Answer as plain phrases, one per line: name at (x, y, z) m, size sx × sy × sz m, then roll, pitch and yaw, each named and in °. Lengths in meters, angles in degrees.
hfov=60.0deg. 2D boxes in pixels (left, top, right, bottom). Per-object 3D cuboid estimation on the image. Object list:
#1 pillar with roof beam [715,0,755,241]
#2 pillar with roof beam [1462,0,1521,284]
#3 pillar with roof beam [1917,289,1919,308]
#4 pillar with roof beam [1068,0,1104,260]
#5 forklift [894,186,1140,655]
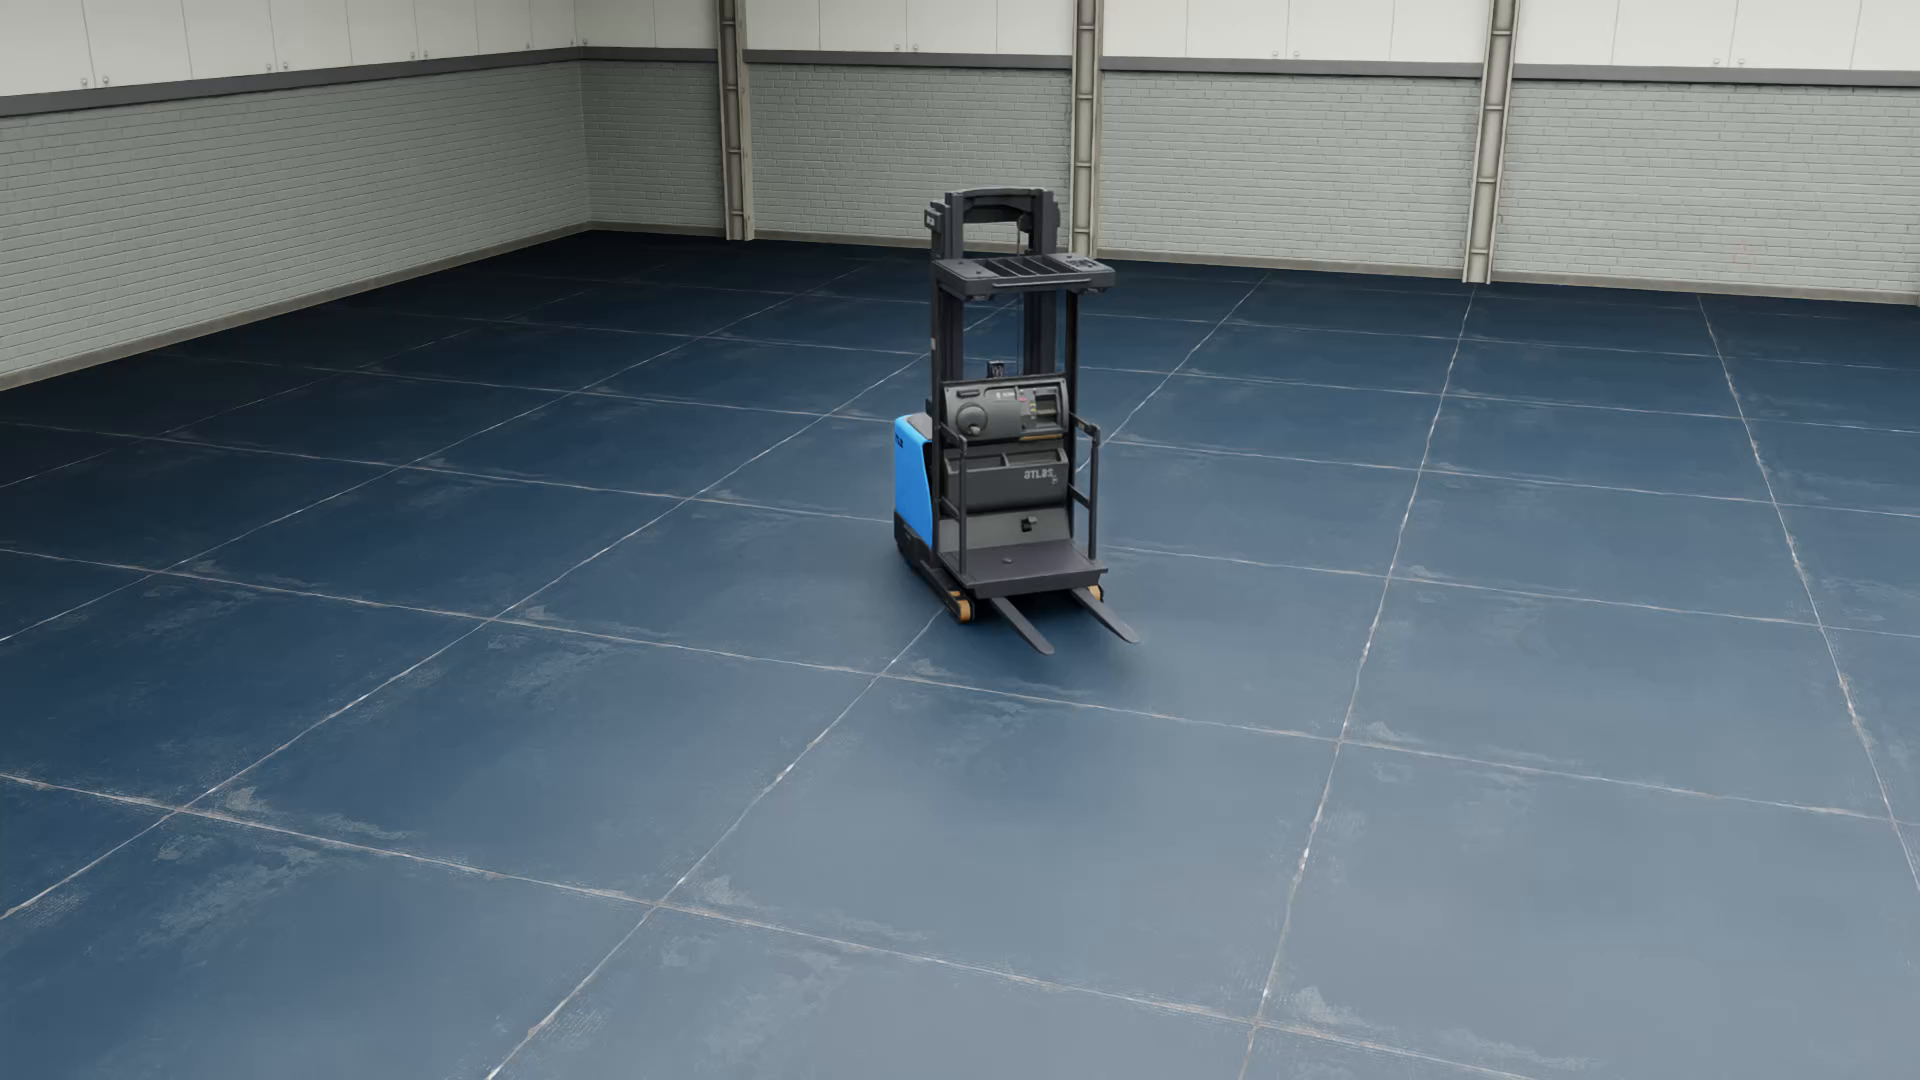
pillar with roof beam at (-5.135, -8.018, 22.908) m, size 0.400 × 9.000 × 9.100 m, roll 7°, pitch 20°, yaw 18°
pillar with roof beam at (6.201, -6.722, 19.189) m, size 0.400 × 9.000 × 9.100 m, roll 7°, pitch 20°, yaw 18°
pillar with roof beam at (11.868, -6.074, 17.330) m, size 0.400 × 9.000 × 9.100 m, roll 7°, pitch 20°, yaw 18°
pillar with roof beam at (0.533, -7.370, 21.049) m, size 0.400 × 9.000 × 9.100 m, roll 7°, pitch 20°, yaw 18°
forklift at (0.406, -0.941, 11.823) m, size 1.130 × 2.935 × 3.031 m, roll -6°, pitch 20°, yaw -17°
